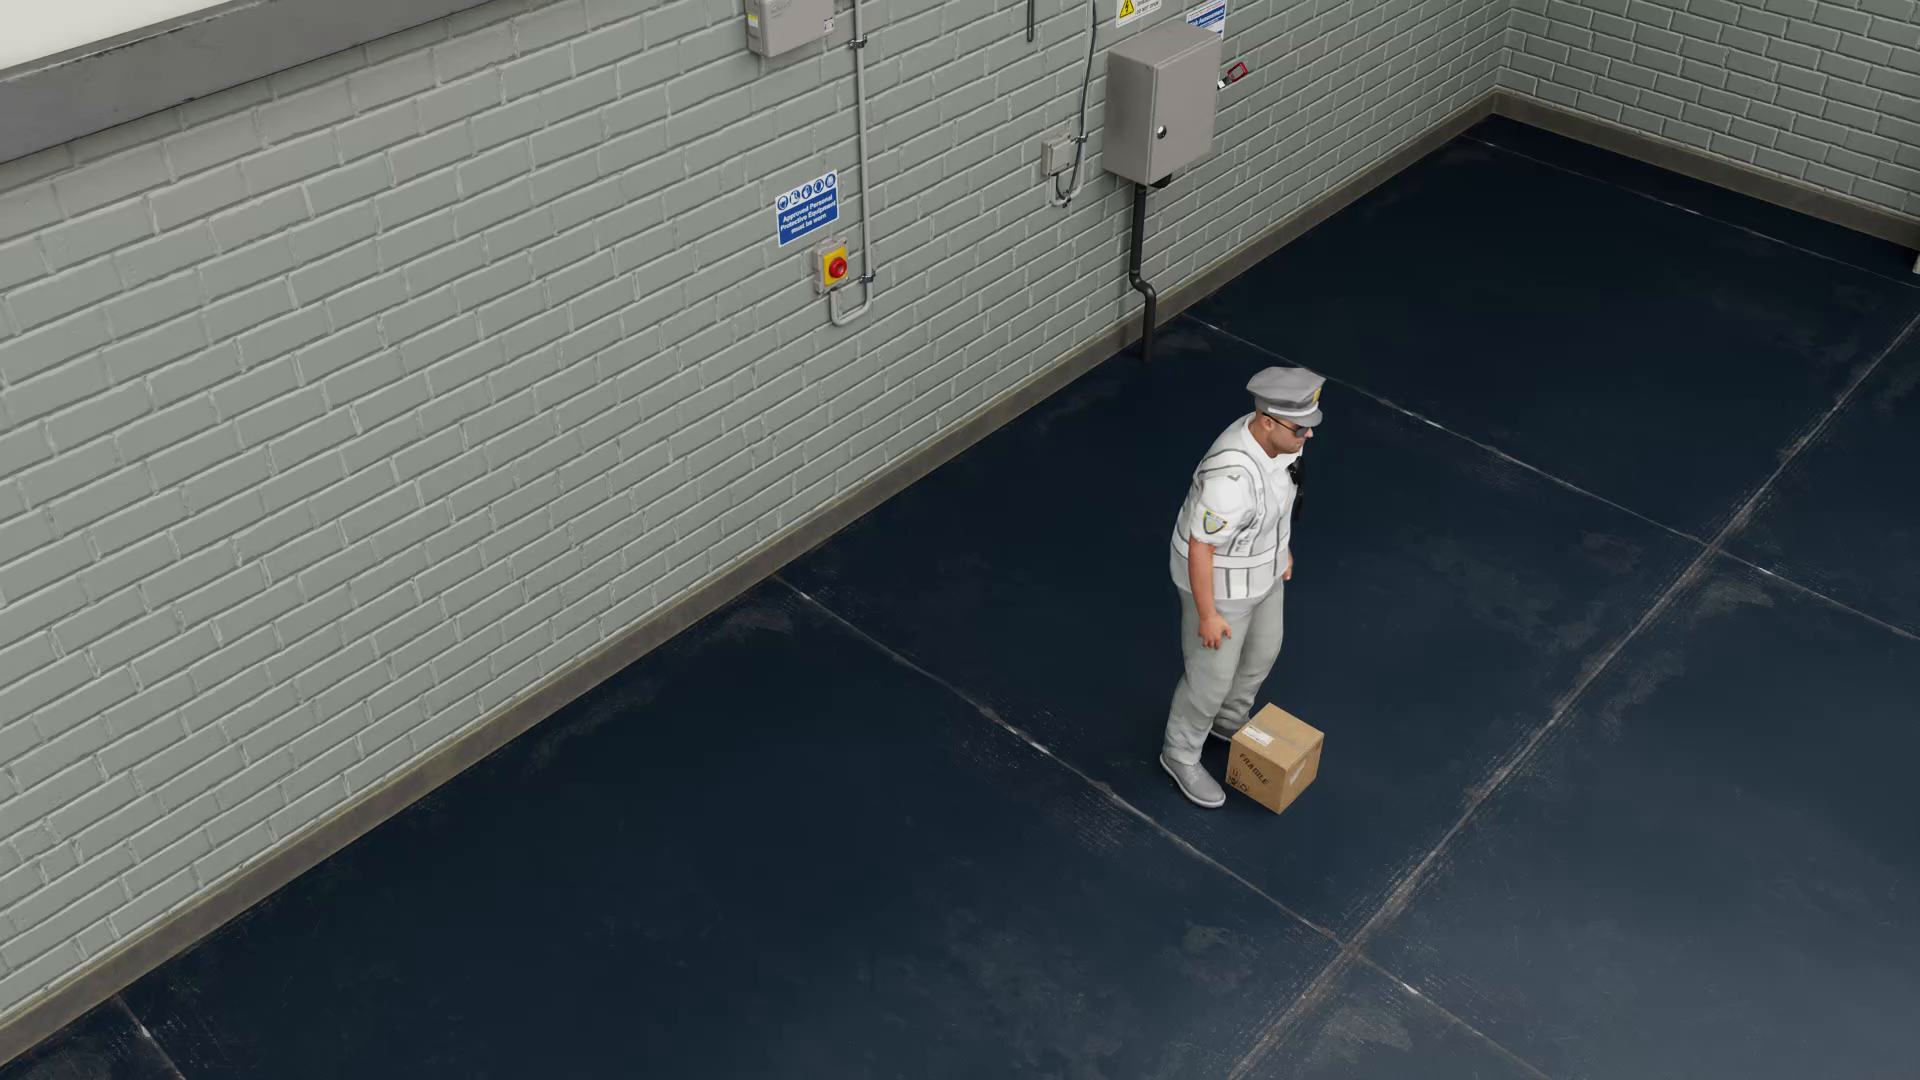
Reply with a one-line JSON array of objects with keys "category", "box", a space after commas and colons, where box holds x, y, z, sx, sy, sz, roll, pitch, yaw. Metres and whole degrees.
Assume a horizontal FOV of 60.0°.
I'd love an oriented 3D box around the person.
[{"category": "person", "box": [1.007, 0.137, 5.978, 0.473, 1.751, 0.606, 27, 46, 29]}]
